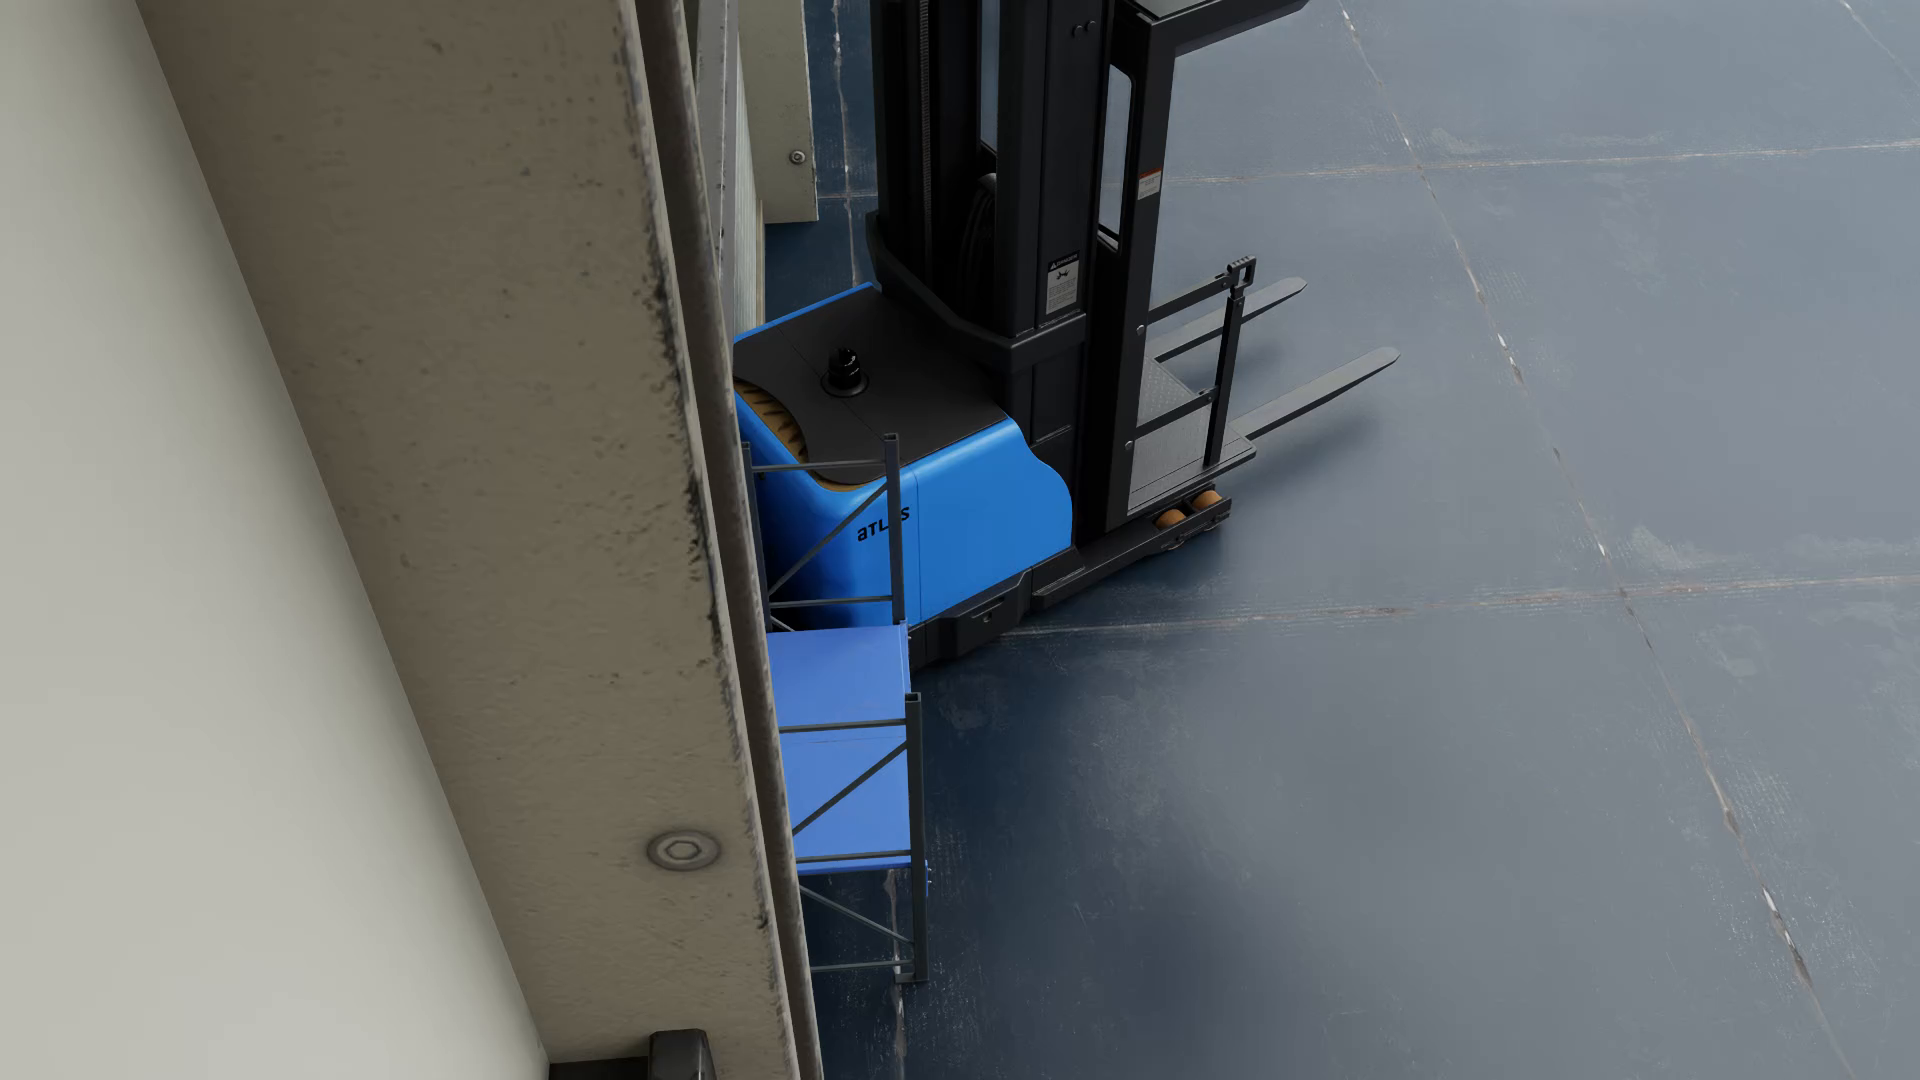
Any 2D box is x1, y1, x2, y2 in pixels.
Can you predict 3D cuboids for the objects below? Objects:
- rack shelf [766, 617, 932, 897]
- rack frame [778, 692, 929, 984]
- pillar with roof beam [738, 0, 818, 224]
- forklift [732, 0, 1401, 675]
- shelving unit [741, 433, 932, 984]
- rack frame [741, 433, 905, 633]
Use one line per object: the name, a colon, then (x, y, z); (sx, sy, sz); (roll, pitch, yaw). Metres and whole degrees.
rack shelf: (-0.396, 0.704, 5.434); (0.538, 0.185, 1.000); (-3, 47, -3)
rack frame: (-0.354, 0.948, 4.956); (0.500, 1.500, 0.032); (-3, 47, -3)
pillar with roof beam: (3.402, -5.106, 5.525); (9.100, 9.000, 0.400); (-3, 47, -3)
forklift: (0.515, -1.262, 6.063); (3.031, 2.935, 1.130); (-26, 52, -23)
shelving unit: (-0.396, 0.580, 5.304); (0.538, 1.500, 1.048); (-3, 47, -3)
rack frame: (-0.439, 0.213, 5.652); (0.500, 1.500, 0.032); (-3, 47, -3)
